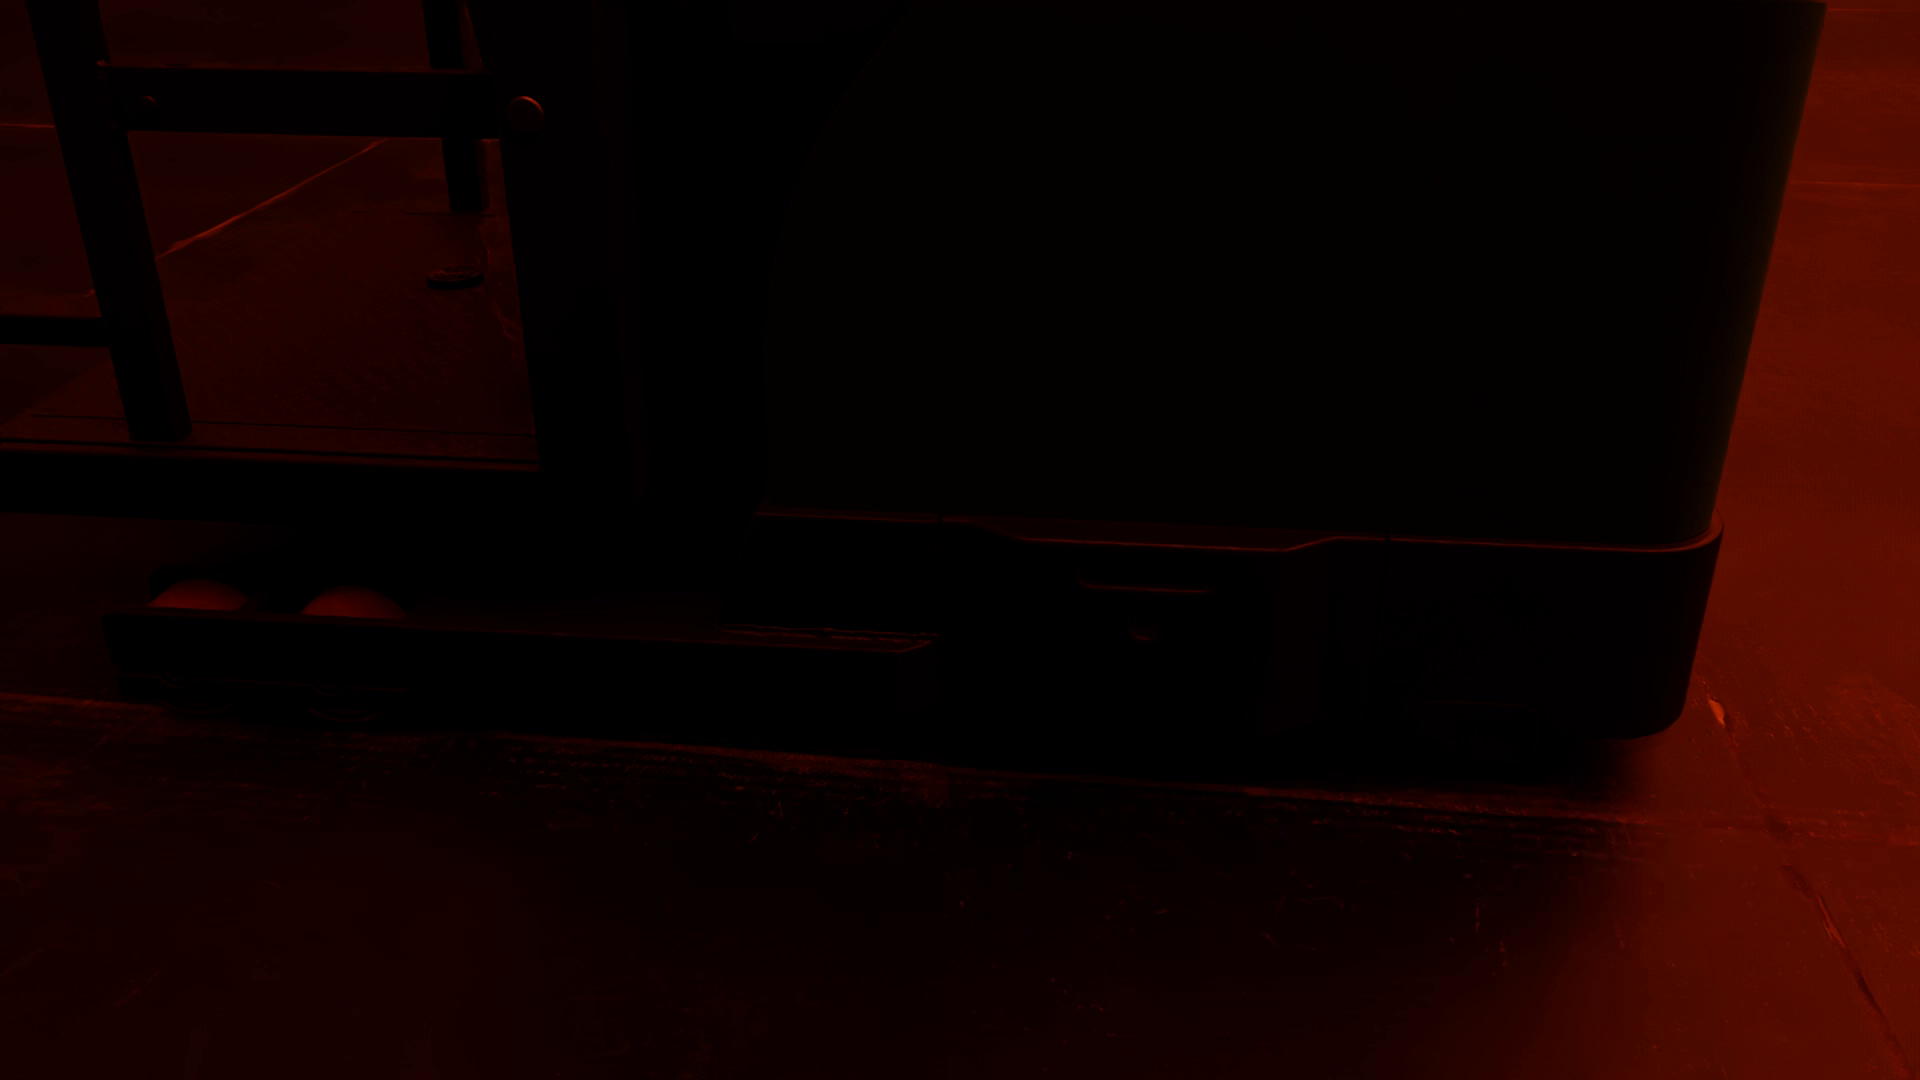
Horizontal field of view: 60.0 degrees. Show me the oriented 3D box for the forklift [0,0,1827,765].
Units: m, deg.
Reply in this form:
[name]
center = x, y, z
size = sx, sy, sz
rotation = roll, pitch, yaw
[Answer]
[forklift]
center = -0.614, -1.317, 1.857
size = 3.031, 2.935, 1.130
rotation = 3, 27, 5
